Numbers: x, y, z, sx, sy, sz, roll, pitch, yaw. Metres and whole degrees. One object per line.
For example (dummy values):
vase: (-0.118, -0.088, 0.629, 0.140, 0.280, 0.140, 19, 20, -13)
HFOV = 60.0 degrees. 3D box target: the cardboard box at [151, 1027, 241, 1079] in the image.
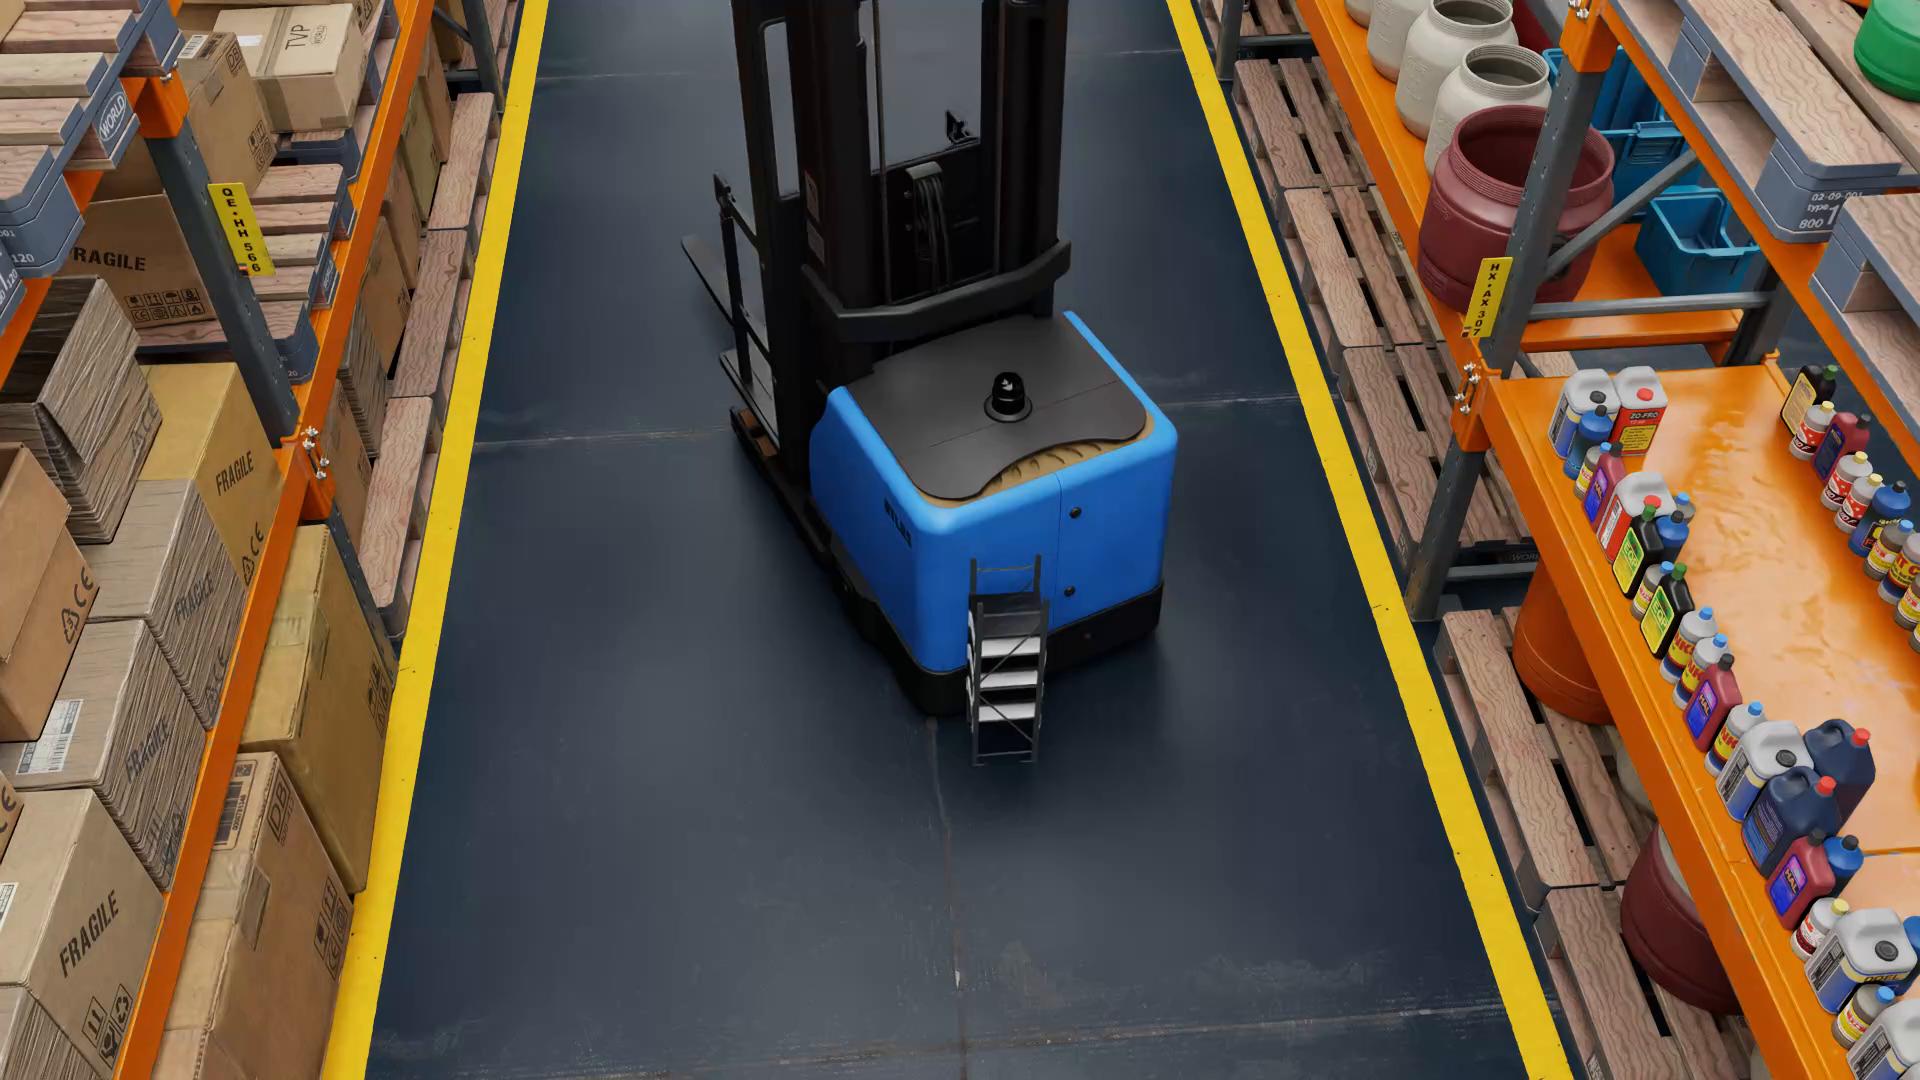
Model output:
cardboard box: (-2.474, 1.898, 4.197, 1.225, 0.875, 0.875, -5, 47, -5)

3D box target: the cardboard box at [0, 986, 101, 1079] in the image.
cardboard box: (-2.199, 1.312, 3.510, 0.500, 0.500, 0.500, -4, 47, -4)

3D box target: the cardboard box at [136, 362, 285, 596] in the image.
cardboard box: (-2.372, -0.167, 4.910, 0.500, 0.500, 0.500, -2, 47, -2)

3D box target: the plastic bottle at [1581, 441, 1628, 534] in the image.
plastic bottle: (1.972, -0.162, 5.054, 0.061, 0.283, 0.133, -3, 47, -3)

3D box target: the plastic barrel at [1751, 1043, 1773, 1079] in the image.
plastic barrel: (2.564, 1.509, 4.816, 0.421, 0.512, 0.421, 0, 47, 0)

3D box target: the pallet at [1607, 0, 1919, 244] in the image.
pallet: (2.242, -1.182, 4.005, 1.003, 0.211, 1.213, -3, 47, -3)

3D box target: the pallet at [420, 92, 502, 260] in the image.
pallet: (-2.928, -1.846, 8.490, 1.003, 0.211, 1.213, -3, 47, -3)

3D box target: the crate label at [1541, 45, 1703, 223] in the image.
crate label: (2.462, -1.523, 6.238, 0.502, 0.435, 0.616, -3, 47, -3)

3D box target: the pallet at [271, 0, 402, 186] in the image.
pallet: (-2.866, -1.838, 6.693, 1.003, 0.211, 1.213, -3, 47, -3)

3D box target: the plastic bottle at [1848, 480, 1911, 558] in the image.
plastic bottle: (2.762, -0.072, 4.977, 0.097, 0.271, 0.097, 0, 47, 0)

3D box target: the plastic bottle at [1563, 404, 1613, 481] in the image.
plastic bottle: (1.972, -0.313, 5.205, 0.097, 0.271, 0.097, 0, 47, 0)

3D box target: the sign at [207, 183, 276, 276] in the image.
sign: (-2.107, -0.909, 4.884, 0.100, 0.325, 0.005, -3, 47, -3)

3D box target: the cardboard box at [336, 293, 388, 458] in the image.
cardboard box: (-2.795, -0.650, 6.855, 0.700, 0.500, 0.500, -7, 47, -7)

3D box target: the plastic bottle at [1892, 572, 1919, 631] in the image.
plastic bottle: (2.786, 0.163, 4.803, 0.097, 0.201, 0.097, 0, 47, 0)

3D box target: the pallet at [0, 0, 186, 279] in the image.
pallet: (-2.553, -0.978, 3.811, 1.213, 0.211, 1.003, -2, 47, -1)

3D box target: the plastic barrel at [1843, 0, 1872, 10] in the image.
plastic barrel: (2.320, -1.688, 3.768, 0.600, 0.830, 0.708, -3, 47, -3)

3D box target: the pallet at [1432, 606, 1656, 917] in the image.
pallet: (2.383, 0.751, 6.029, 1.003, 0.211, 1.213, -3, 47, -3)

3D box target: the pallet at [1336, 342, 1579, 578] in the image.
pallet: (2.249, -0.379, 7.100, 1.003, 0.211, 1.213, -3, 47, -3)

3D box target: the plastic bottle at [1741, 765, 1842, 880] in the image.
plastic bottle: (2.115, 0.694, 4.198, 0.144, 0.351, 0.185, -3, 47, -3)

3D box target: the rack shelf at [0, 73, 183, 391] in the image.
rack shelf: (-2.493, 0.189, 3.071, 1.077, 0.370, 4.000, -3, 47, -3)

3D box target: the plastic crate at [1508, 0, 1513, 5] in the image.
plastic crate: (2.368, -2.354, 7.196, 0.450, 0.188, 0.662, -3, 47, -3)

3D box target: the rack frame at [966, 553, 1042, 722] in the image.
rack frame: (0.149, 0.364, 5.919, 0.240, 0.900, 0.006, -3, 47, -5)

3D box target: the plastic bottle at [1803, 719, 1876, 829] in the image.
plastic bottle: (2.256, 0.587, 4.299, 0.144, 0.351, 0.185, -3, 47, -3)

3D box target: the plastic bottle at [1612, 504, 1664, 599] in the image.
plastic bottle: (1.994, 0.032, 4.871, 0.061, 0.283, 0.133, -3, 47, -3)

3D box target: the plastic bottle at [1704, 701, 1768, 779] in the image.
plastic bottle: (2.069, 0.523, 4.414, 0.097, 0.271, 0.097, 0, 47, 0)

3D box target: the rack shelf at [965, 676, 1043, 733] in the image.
rack shelf: (0.156, 0.584, 6.004, 0.258, 0.077, 0.200, -3, 47, -5)

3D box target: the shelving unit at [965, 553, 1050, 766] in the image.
shelving unit: (0.159, 0.438, 5.849, 0.258, 0.900, 0.210, -3, 47, -5)

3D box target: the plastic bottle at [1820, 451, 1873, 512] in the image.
plastic bottle: (2.745, -0.189, 5.136, 0.097, 0.201, 0.097, 0, 47, 0)

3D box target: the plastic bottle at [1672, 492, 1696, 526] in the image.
plastic bottle: (2.151, -0.061, 5.015, 0.097, 0.201, 0.097, 0, 47, 0)

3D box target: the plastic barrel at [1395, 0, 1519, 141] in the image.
plastic barrel: (1.941, -1.850, 6.495, 0.421, 0.512, 0.421, 0, 47, 0)

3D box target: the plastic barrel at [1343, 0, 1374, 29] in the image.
plastic barrel: (1.864, -2.480, 7.075, 0.433, 0.535, 0.433, 0, 47, 0)

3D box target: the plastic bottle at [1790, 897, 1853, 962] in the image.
plastic bottle: (2.115, 0.945, 4.062, 0.097, 0.201, 0.097, 0, 47, 0)

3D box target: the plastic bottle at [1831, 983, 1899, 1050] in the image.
plastic bottle: (2.134, 1.113, 3.904, 0.097, 0.201, 0.097, 0, 47, 0)

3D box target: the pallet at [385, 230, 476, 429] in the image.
pallet: (-2.823, -0.962, 7.652, 1.003, 0.211, 1.213, -3, 47, -3)

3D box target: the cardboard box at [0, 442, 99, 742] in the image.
cardboard box: (-2.563, 0.148, 3.921, 0.797, 0.503, 0.637, -3, 47, -2)

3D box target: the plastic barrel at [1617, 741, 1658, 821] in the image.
plastic barrel: (2.470, 0.692, 5.590, 0.421, 0.512, 0.421, 0, 47, 0)

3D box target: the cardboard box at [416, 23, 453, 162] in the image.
cardboard box: (-2.965, -2.215, 8.336, 0.700, 0.500, 0.500, -7, 47, -6)

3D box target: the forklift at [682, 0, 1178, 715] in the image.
forklift: (-0.342, -1.433, 6.225, 1.130, 2.935, 3.031, -20, 50, -18)

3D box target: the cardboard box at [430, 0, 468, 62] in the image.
cardboard box: (-2.988, -2.945, 9.042, 0.500, 0.500, 0.500, -5, 47, -5)

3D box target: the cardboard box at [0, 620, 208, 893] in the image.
cardboard box: (-2.289, 0.570, 4.212, 0.500, 0.500, 0.500, -5, 47, -5)

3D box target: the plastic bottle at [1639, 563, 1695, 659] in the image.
plastic bottle: (2.014, 0.199, 4.713, 0.061, 0.283, 0.133, -3, 47, -3)

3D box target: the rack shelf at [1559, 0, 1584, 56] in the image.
rack shelf: (2.108, -3.006, 6.097, 1.077, 0.370, 4.000, -3, 47, -3)

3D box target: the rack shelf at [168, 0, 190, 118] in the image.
rack shelf: (-2.827, -2.705, 5.812, 1.077, 0.370, 4.000, -3, 47, -3)

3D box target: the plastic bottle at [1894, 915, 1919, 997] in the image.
plastic bottle: (2.275, 0.982, 3.979, 0.097, 0.271, 0.097, 0, 47, 0)

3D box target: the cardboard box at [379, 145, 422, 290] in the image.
cardboard box: (-2.896, -1.464, 7.625, 0.700, 0.500, 0.500, -7, 47, -7)

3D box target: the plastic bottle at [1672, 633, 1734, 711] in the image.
plastic bottle: (2.049, 0.356, 4.572, 0.097, 0.271, 0.097, 0, 47, 0)

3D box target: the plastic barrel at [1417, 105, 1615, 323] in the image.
plastic barrel: (1.935, -1.139, 5.806, 0.600, 0.536, 0.708, -3, 47, -3)

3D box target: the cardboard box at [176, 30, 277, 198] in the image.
cardboard box: (-2.891, -1.439, 5.825, 0.700, 0.500, 0.500, 3, 47, 3)

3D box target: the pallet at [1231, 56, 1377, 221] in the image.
pallet: (2.045, -2.145, 8.772, 1.003, 0.211, 1.213, -3, 47, -3)

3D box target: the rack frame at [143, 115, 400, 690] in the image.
rack frame: (-2.660, -0.474, 5.270, 1.000, 3.000, 0.127, -3, 47, -3)

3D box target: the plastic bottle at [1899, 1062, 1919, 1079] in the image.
plastic bottle: (2.183, 1.267, 3.706, 0.152, 0.276, 0.135, -3, 47, -3)

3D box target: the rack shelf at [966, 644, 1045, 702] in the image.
rack shelf: (0.159, 0.461, 5.873, 0.258, 0.077, 0.200, -3, 47, -5)

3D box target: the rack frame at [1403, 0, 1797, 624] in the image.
rack frame: (2.276, -0.775, 5.555, 1.000, 3.000, 0.127, -3, 47, -3)

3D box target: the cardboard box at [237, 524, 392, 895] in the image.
cardboard box: (-2.623, 0.612, 5.415, 1.225, 0.875, 0.875, -5, 47, -5)

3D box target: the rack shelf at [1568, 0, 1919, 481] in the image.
rack shelf: (2.443, -0.112, 3.357, 1.077, 0.370, 4.000, -3, 47, -3)

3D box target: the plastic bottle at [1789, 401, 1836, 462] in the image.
plastic bottle: (2.726, -0.356, 5.294, 0.097, 0.201, 0.097, 0, 47, 0)

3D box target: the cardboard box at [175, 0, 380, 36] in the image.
cardboard box: (-2.758, -2.300, 6.638, 0.797, 0.503, 0.637, 1, 47, 1)

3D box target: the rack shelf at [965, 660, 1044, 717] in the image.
rack shelf: (0.157, 0.522, 5.939, 0.258, 0.077, 0.200, -3, 47, -5)

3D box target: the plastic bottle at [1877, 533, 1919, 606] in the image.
plastic bottle: (2.778, 0.069, 4.844, 0.097, 0.271, 0.097, 0, 47, 0)
